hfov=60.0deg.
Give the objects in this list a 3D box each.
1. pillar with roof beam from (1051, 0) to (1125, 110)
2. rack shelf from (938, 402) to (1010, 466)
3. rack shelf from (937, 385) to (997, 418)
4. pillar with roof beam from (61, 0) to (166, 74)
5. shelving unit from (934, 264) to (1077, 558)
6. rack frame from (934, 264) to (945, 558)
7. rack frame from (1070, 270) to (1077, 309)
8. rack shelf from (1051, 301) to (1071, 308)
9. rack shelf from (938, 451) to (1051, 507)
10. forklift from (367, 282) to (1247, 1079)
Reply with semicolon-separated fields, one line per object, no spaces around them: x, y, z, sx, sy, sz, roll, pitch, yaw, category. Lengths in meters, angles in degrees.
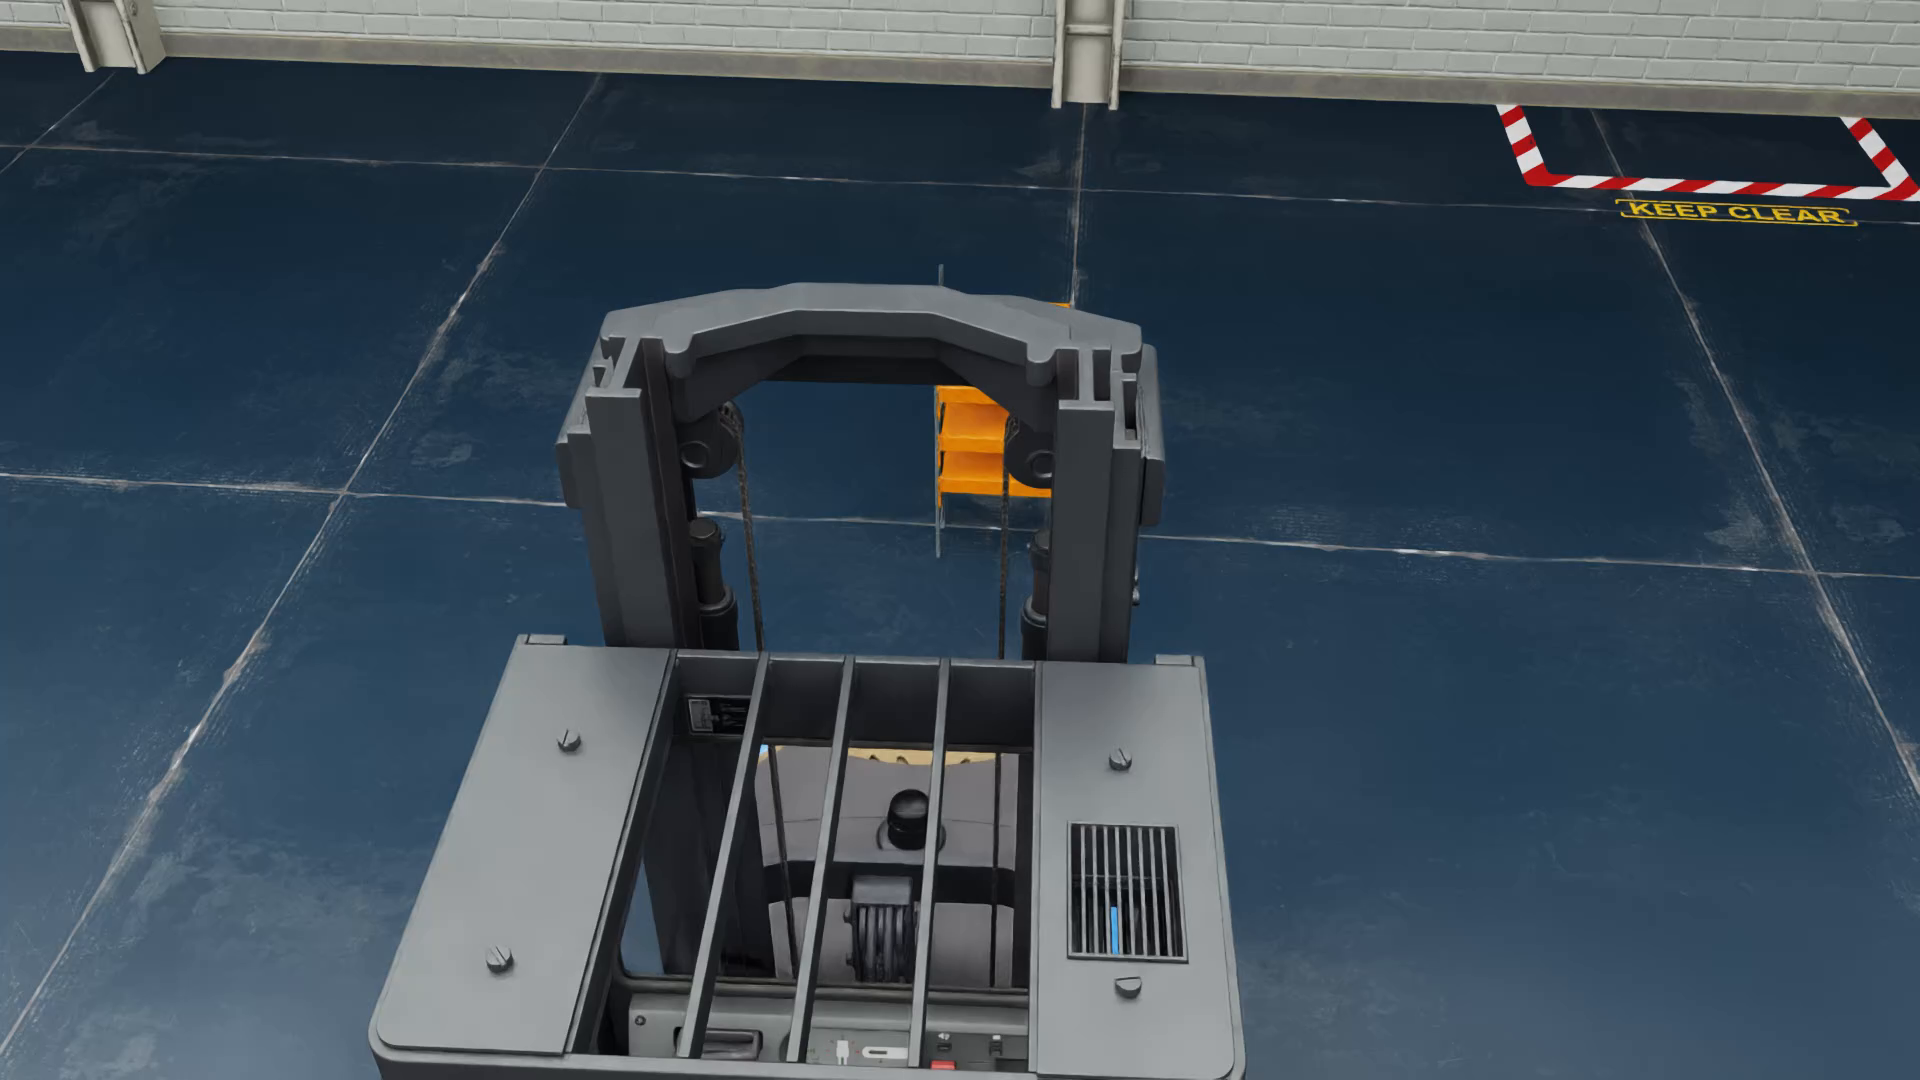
0.385;-3.448;3.858;0.400;9.000;9.100;3;39;4;pillar with roof beam
0.165;-0.404;6.403;0.480;0.148;0.258;3;39;4;rack shelf
0.165;-0.578;6.261;0.480;0.148;0.258;3;39;4;rack shelf
-5.593;-3.775;4.260;0.400;9.000;9.100;3;39;4;pillar with roof beam
0.165;-0.456;6.360;0.503;1.200;0.258;3;39;4;shelving unit
-0.078;-0.470;6.376;0.015;1.200;0.240;3;39;4;rack frame
0.408;-0.443;6.344;0.015;1.200;0.240;3;39;4;rack frame
0.165;-0.761;6.112;0.480;0.148;0.258;3;39;4;rack shelf
0.165;-0.250;6.528;0.480;0.148;0.258;3;39;4;rack shelf
-0.173;1.153;3.012;1.130;2.935;3.031;2;39;2;forklift
